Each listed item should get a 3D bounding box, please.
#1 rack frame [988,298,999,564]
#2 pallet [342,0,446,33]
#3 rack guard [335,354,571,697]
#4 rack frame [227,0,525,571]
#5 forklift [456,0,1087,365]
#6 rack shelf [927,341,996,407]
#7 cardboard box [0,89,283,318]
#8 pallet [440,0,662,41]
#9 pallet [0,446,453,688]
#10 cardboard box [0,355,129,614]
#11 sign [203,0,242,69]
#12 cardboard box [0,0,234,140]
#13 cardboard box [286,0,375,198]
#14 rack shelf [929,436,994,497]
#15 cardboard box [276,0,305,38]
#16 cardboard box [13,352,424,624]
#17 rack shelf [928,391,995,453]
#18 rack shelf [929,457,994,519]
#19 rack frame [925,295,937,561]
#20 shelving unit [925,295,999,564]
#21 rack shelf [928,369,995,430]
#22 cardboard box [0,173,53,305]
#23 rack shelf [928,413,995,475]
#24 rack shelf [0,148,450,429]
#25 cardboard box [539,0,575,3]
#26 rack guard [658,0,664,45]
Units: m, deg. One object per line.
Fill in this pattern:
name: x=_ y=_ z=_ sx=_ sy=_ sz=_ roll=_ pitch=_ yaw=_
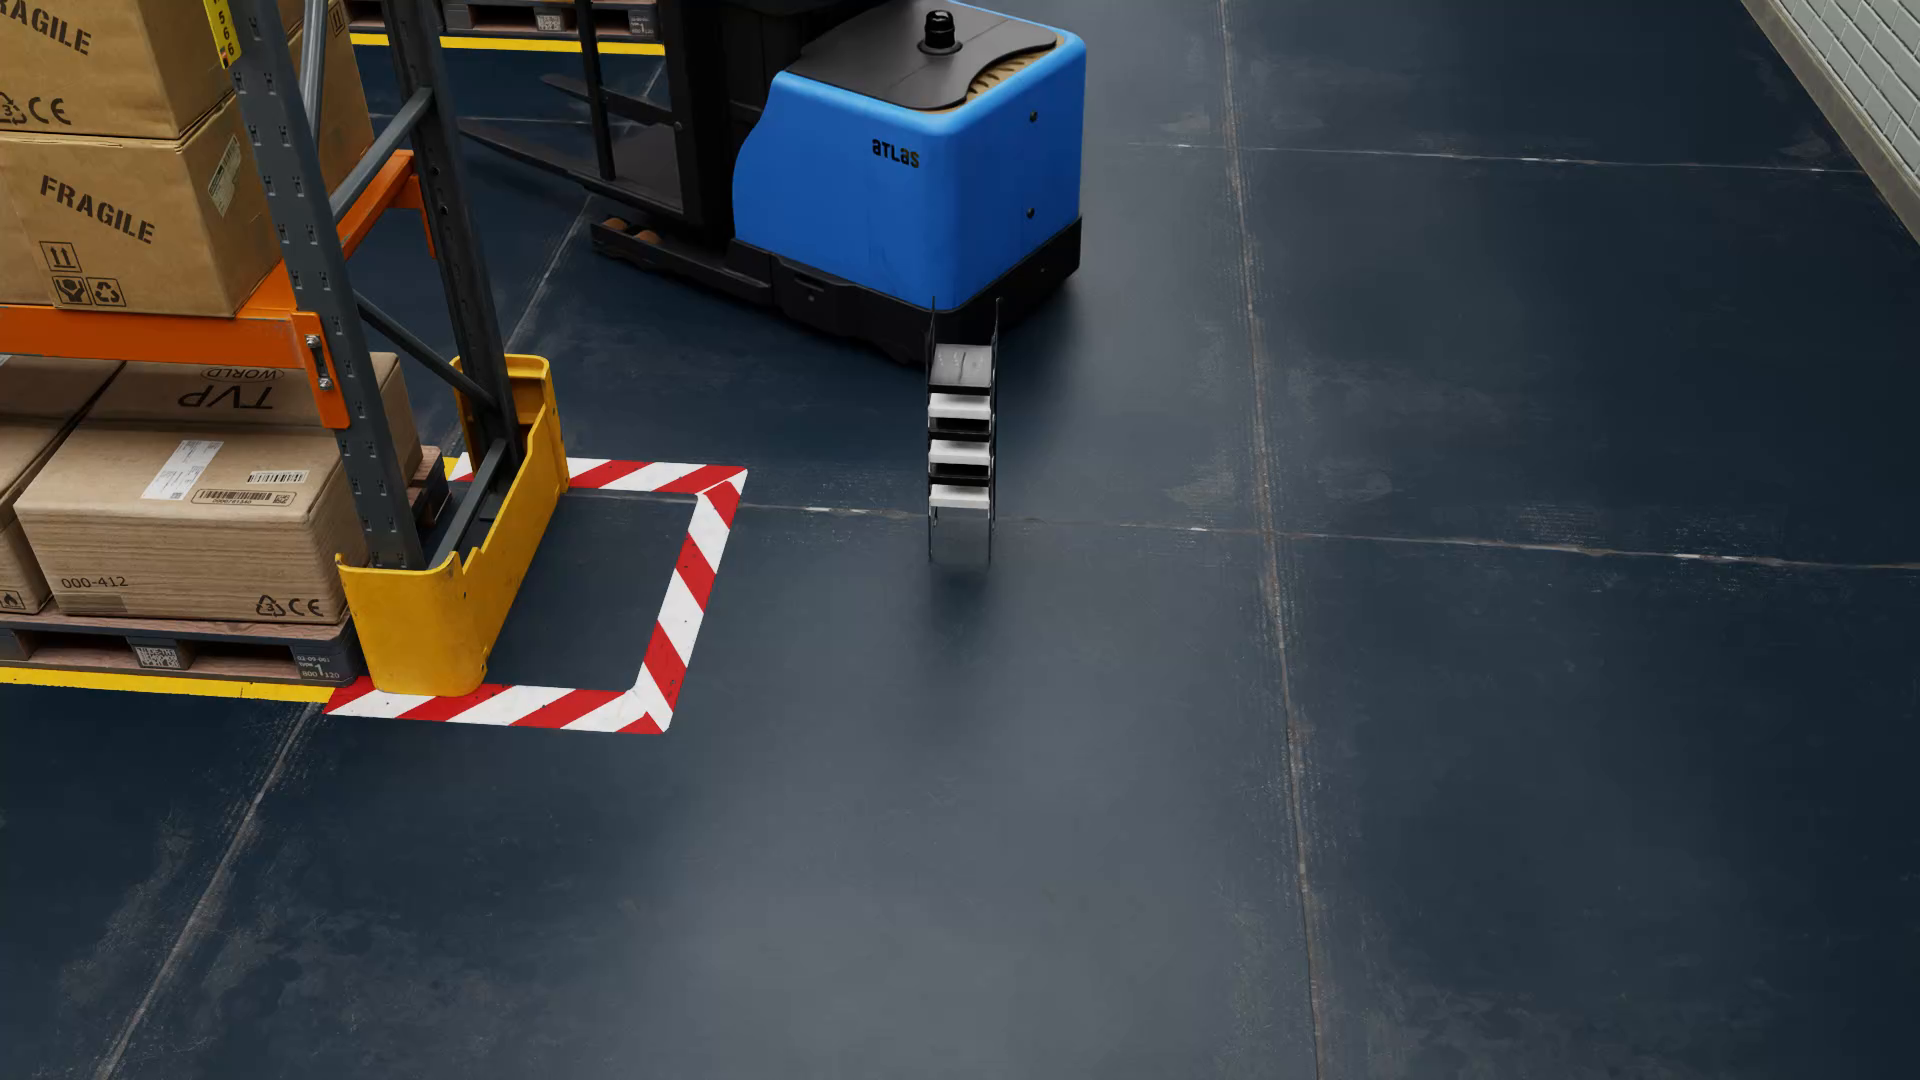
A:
rack frame: x=0.109 y=-0.343 z=5.459 sx=0.006 sy=0.900 sz=0.240 roll=3 pitch=39 yaw=4
pallet: x=-3.415 y=-3.227 z=9.548 sx=1.213 sy=0.211 sz=1.003 roll=3 pitch=39 yaw=4
rack guard: x=-1.624 y=-0.081 z=5.453 sx=0.348 sy=0.500 sz=1.175 roll=3 pitch=39 yaw=4
rack frame: x=-1.647 y=-1.051 z=4.665 sx=0.127 sy=3.000 sz=1.000 roll=3 pitch=39 yaw=4
forklift: x=-0.992 y=-2.550 z=6.561 sx=3.031 sy=2.935 sz=1.130 roll=24 pitch=45 yaw=26
rack shelf: x=0.008 y=-0.532 z=5.316 sx=0.200 sy=0.077 sz=0.258 roll=3 pitch=39 yaw=4
cardboard box: x=-2.151 y=-0.950 z=4.462 sx=0.500 sy=0.500 sz=0.500 roll=3 pitch=39 yaw=4
pallet: x=-2.203 y=-3.159 z=9.464 sx=1.213 sy=0.211 sz=1.003 roll=3 pitch=39 yaw=4
pallet: x=-2.451 y=0.036 z=5.539 sx=1.213 sy=0.211 sz=1.003 roll=3 pitch=39 yaw=4
cardboard box: x=-3.226 y=-0.238 z=5.363 sx=0.875 sy=0.438 sz=0.875 roll=4 pitch=39 yaw=5
sign: x=-1.708 y=-1.252 z=3.807 sx=0.005 sy=0.325 sz=0.100 roll=3 pitch=39 yaw=4
cardboard box: x=-2.148 y=-1.354 z=4.167 sx=0.500 sy=0.500 sz=0.500 roll=4 pitch=39 yaw=5
cardboard box: x=-2.101 y=-1.297 z=4.888 sx=0.500 sy=0.500 sz=0.500 roll=3 pitch=39 yaw=3
rack shelf: x=0.008 y=-0.253 z=5.543 sx=0.200 sy=0.077 sz=0.258 roll=3 pitch=39 yaw=4
cardboard box: x=-2.101 y=-1.683 z=4.570 sx=0.500 sy=0.500 sz=0.500 roll=2 pitch=39 yaw=3
cardboard box: x=-2.314 y=-0.194 z=5.309 sx=0.875 sy=0.438 sz=0.875 roll=2 pitch=39 yaw=2
rack shelf: x=0.008 y=-0.392 z=5.430 sx=0.200 sy=0.077 sz=0.258 roll=3 pitch=39 yaw=4
rack shelf: x=0.008 y=-0.183 z=5.600 sx=0.200 sy=0.077 sz=0.258 roll=3 pitch=39 yaw=4
rack frame: x=-0.093 y=-0.354 z=5.472 sx=0.006 sy=0.900 sz=0.240 roll=3 pitch=39 yaw=4
shelving unit: x=0.008 y=-0.349 z=5.465 sx=0.210 sy=0.900 sz=0.258 roll=3 pitch=39 yaw=4
rack shelf: x=0.008 y=-0.462 z=5.373 sx=0.200 sy=0.077 sz=0.258 roll=3 pitch=39 yaw=4
cardboard box: x=-2.650 y=-0.987 z=4.507 sx=0.500 sy=0.500 sz=0.500 roll=2 pitch=39 yaw=3
rack shelf: x=0.008 y=-0.323 z=5.486 sx=0.200 sy=0.077 sz=0.258 roll=3 pitch=39 yaw=4
rack shelf: x=-3.640 y=-0.881 z=5.026 sx=4.000 sy=0.370 sz=1.077 roll=3 pitch=39 yaw=4
cardboard box: x=-2.128 y=-3.075 z=9.077 sx=0.250 sy=0.149 sz=0.380 roll=4 pitch=39 yaw=5
rack guard: x=-1.397 y=-3.205 z=9.291 sx=0.348 sy=0.500 sz=1.175 roll=3 pitch=39 yaw=4
